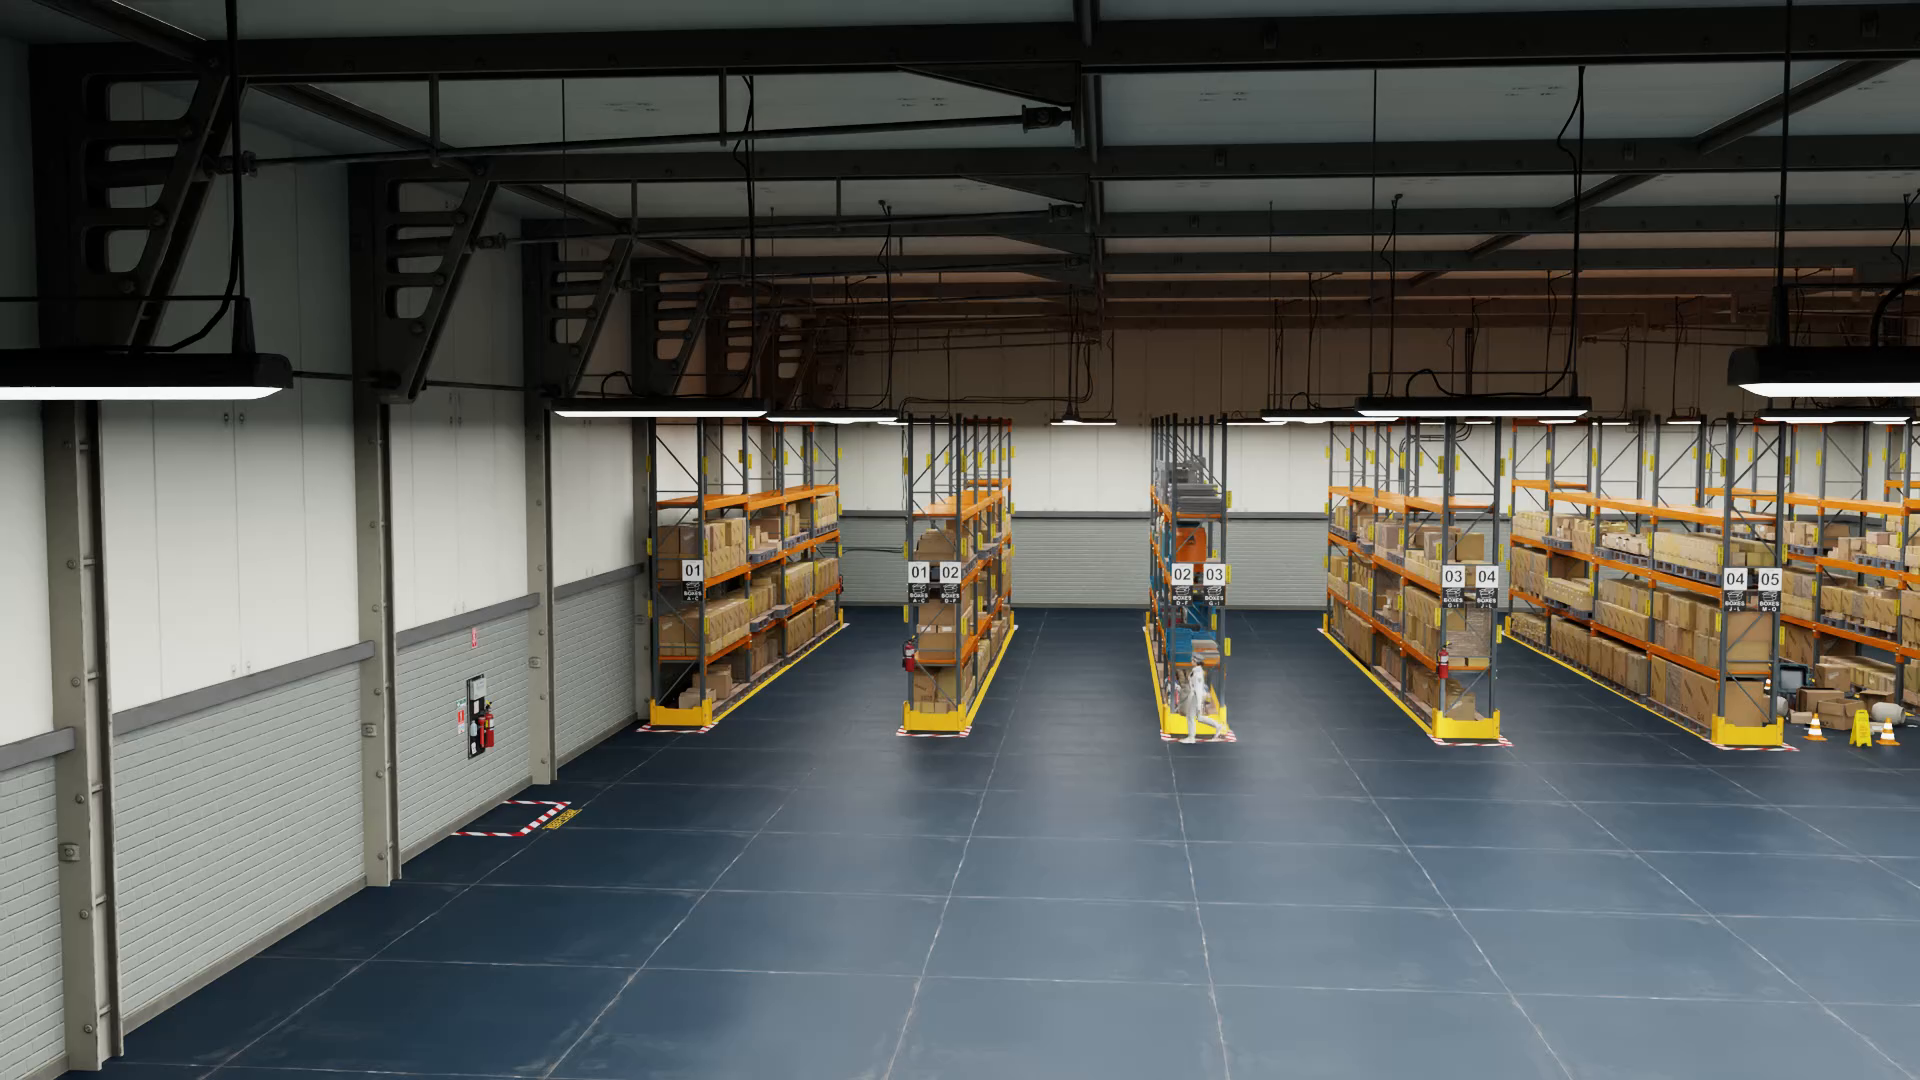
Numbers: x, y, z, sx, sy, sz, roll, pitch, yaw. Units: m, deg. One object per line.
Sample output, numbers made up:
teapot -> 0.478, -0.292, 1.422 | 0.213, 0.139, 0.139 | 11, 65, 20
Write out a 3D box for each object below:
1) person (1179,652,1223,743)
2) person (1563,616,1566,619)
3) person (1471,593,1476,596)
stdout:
person -> 4.387, 2.853, 30.153 | 0.810, 1.651, 0.510 | 0, 4, 2
person -> 18.005, 1.500, 49.443 | 0.644, 1.752, 0.546 | -3, 5, -36
person -> 12.304, 2.169, 39.868 | 0.609, 1.787, 0.403 | -2, 4, -22
